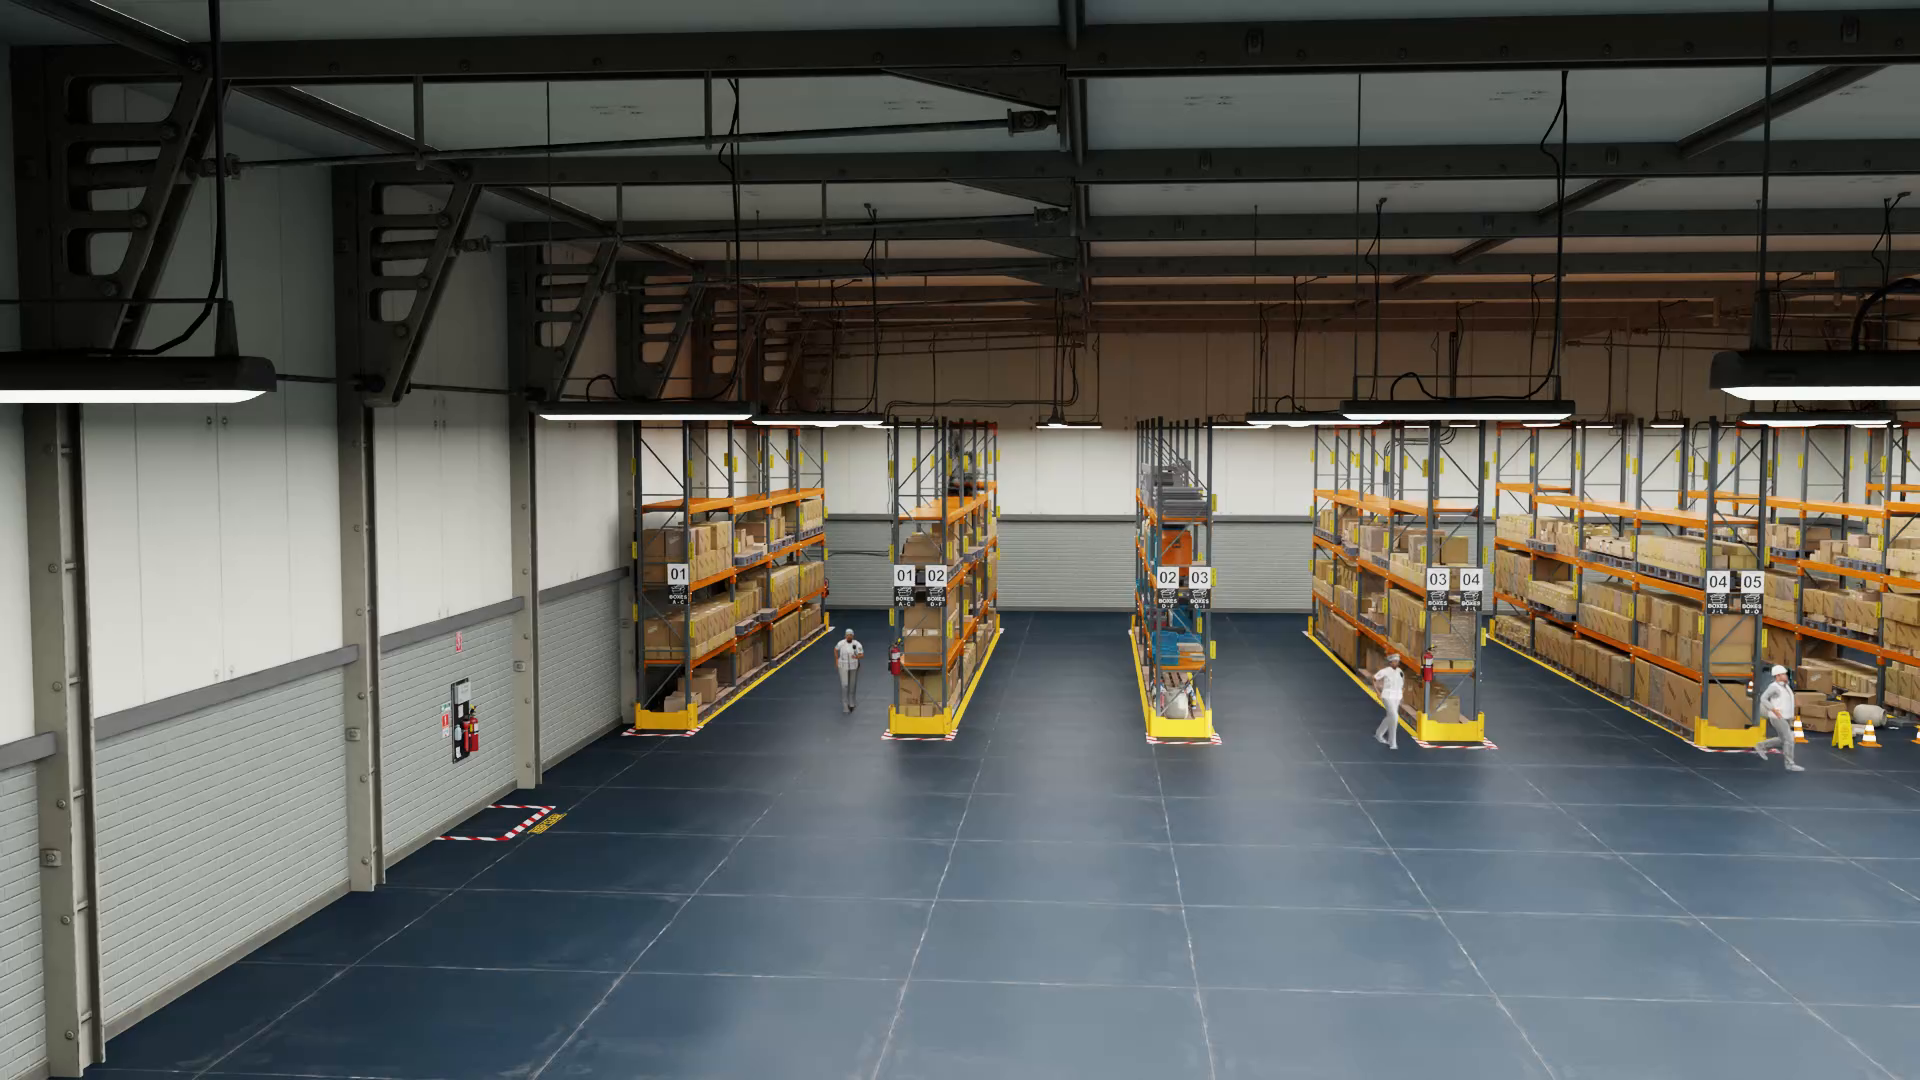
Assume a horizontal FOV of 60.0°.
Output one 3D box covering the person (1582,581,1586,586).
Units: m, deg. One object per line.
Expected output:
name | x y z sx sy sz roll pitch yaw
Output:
person | 16.662 1.972 44.392 0.580 1.739 0.849 0 4 4

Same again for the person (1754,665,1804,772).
person | 13.898 3.002 28.198 0.668 1.748 0.896 -3 5 -39

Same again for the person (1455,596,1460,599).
person | 13.470 1.924 45.254 0.748 1.734 0.786 1 4 17

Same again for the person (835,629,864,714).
person | -2.265 2.659 34.049 0.580 1.711 0.838 -1 4 -8

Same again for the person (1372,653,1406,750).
person | 7.817 2.929 30.225 0.571 1.773 0.690 -2 4 -31
